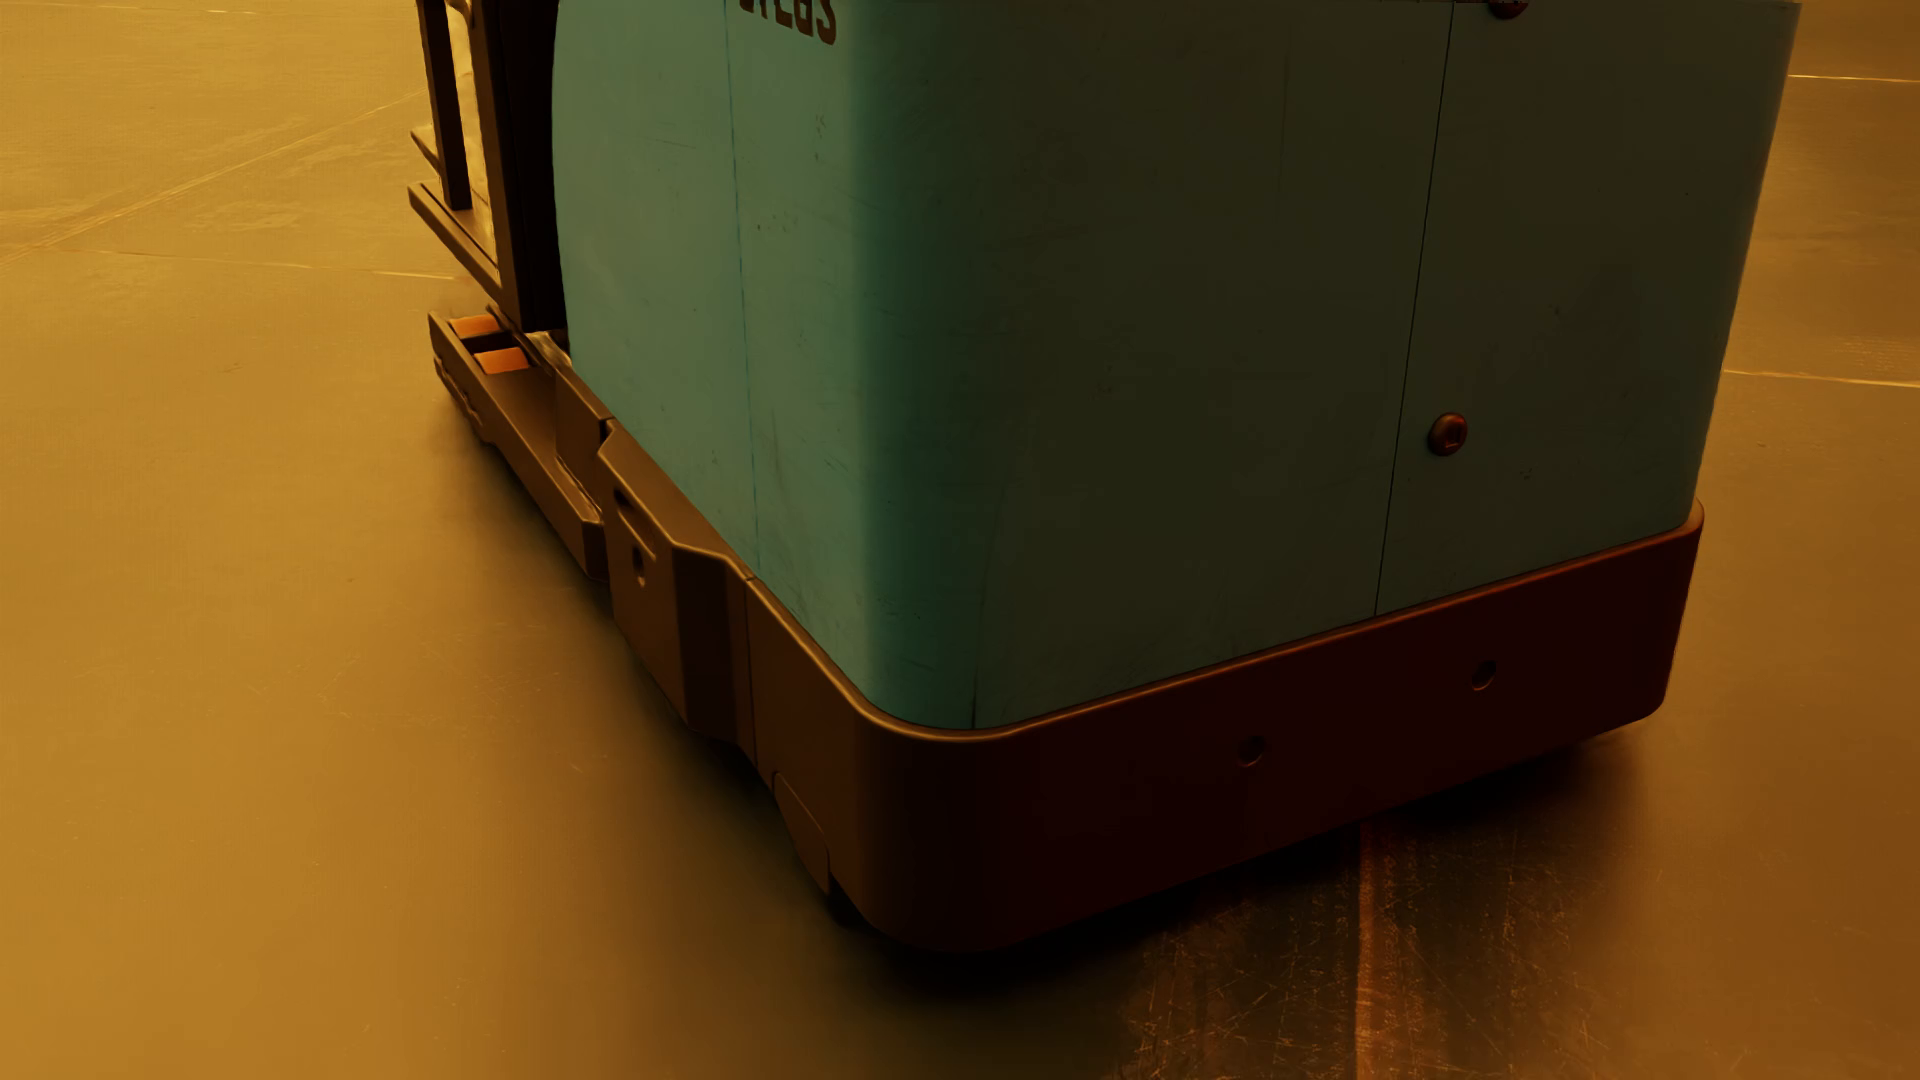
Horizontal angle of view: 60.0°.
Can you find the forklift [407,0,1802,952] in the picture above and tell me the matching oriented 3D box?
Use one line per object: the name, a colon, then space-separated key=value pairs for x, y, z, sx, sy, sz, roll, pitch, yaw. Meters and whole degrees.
forklift: x=-0.289 y=-1.551 z=2.321 sx=1.130 sy=2.935 sz=3.031 roll=-13 pitch=30 yaw=-25
